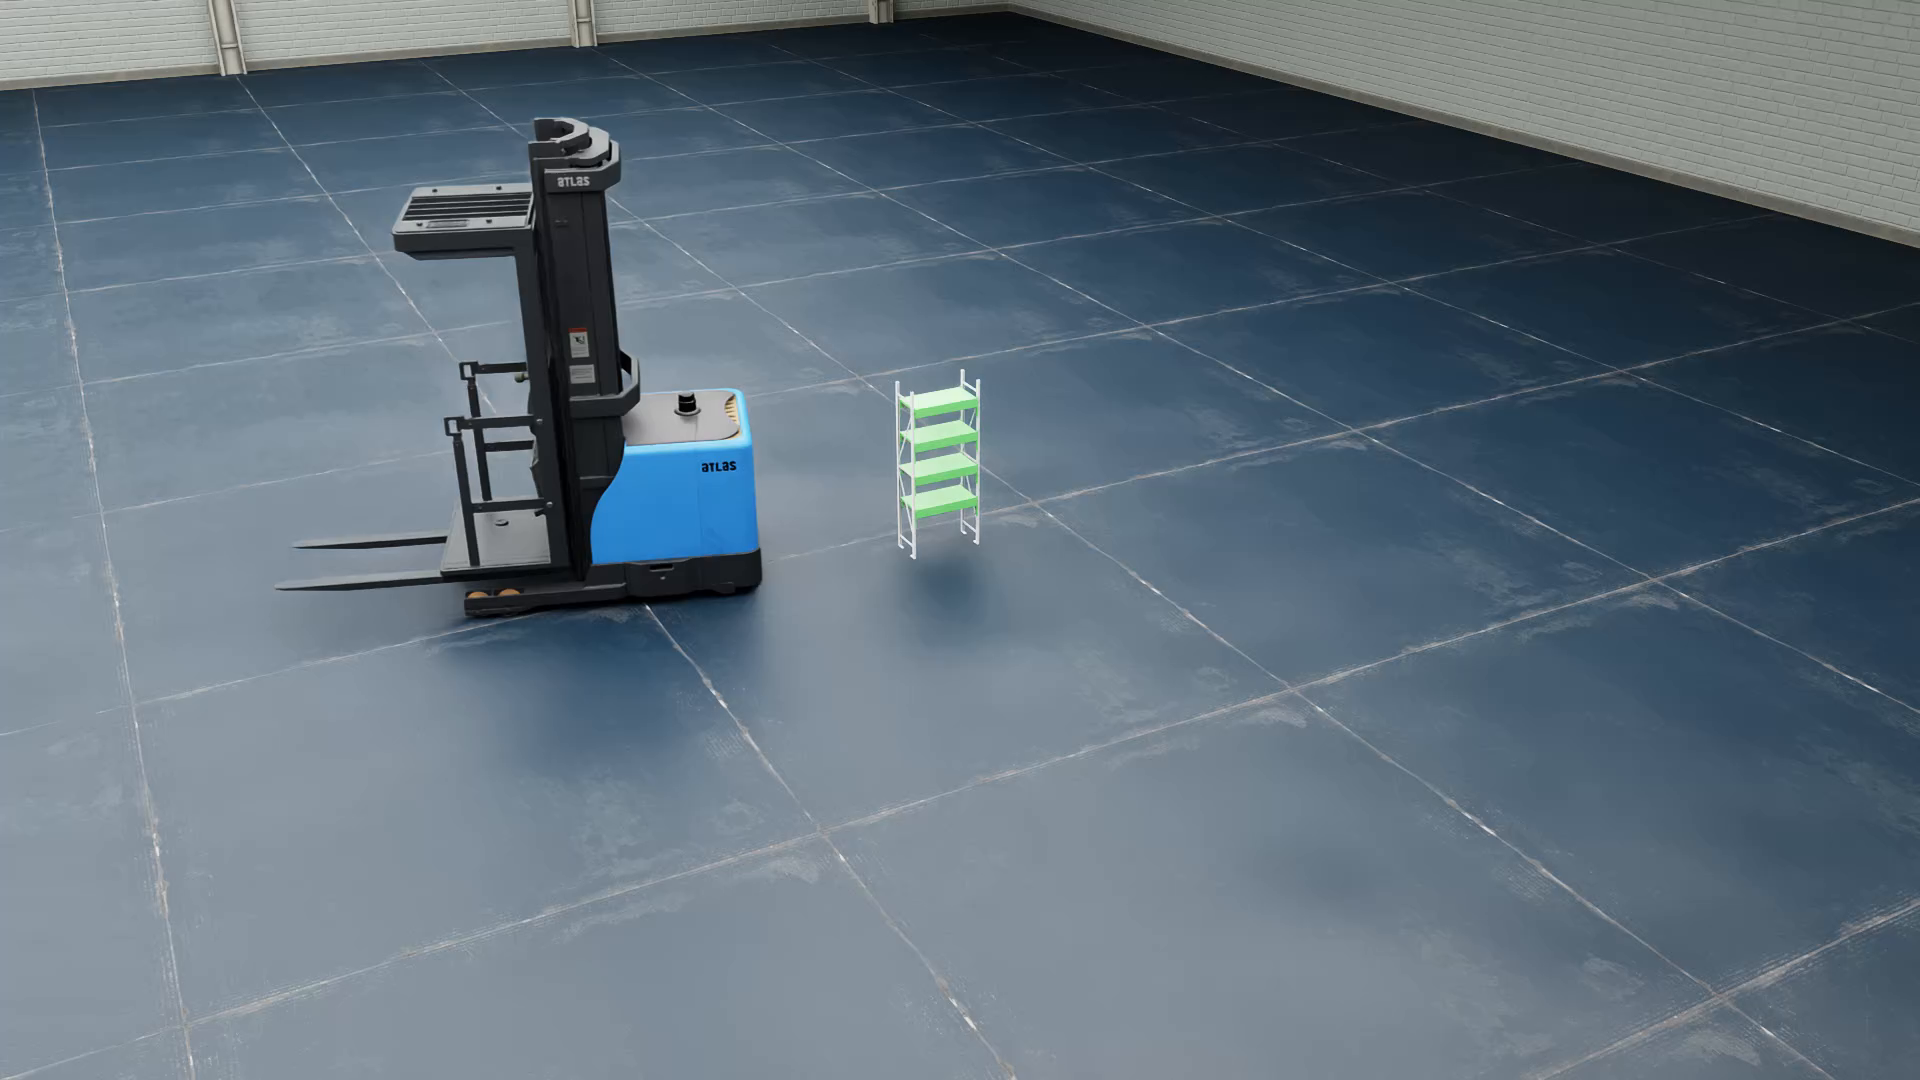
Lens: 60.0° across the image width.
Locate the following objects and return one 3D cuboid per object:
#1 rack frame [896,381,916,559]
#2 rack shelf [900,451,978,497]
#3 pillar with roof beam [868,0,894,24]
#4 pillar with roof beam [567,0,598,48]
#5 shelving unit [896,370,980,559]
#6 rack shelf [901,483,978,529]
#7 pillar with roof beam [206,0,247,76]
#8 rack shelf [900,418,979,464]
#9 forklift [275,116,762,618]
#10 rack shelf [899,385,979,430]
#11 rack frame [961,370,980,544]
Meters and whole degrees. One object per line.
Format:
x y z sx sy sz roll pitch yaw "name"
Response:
-0.361 -0.457 11.119 0.015 1.200 0.240 -13 29 -25 "rack frame"
-0.146 -0.450 11.250 0.480 0.148 0.258 -13 29 -25 "rack shelf"
0.467 -12.659 27.522 0.400 9.000 9.100 -13 29 -25 "pillar with roof beam"
-4.827 -11.437 24.977 0.400 9.000 9.100 -13 29 -25 "pillar with roof beam"
-0.146 -0.507 11.222 0.503 1.200 0.258 -13 29 -25 "shelving unit"
-0.146 -0.233 11.354 0.480 0.148 0.258 -13 29 -25 "rack shelf"
-10.121 -10.215 22.432 0.400 9.000 9.100 -13 29 -25 "pillar with roof beam"
-0.146 -0.666 11.146 0.480 0.148 0.258 -13 29 -25 "rack shelf"
-2.857 -1.072 10.399 3.031 2.935 1.130 -4 26 -9 "forklift"
-0.146 -0.882 11.042 0.480 0.148 0.258 -13 29 -25 "rack shelf"
0.069 -0.557 11.326 0.015 1.200 0.240 -13 29 -25 "rack frame"
